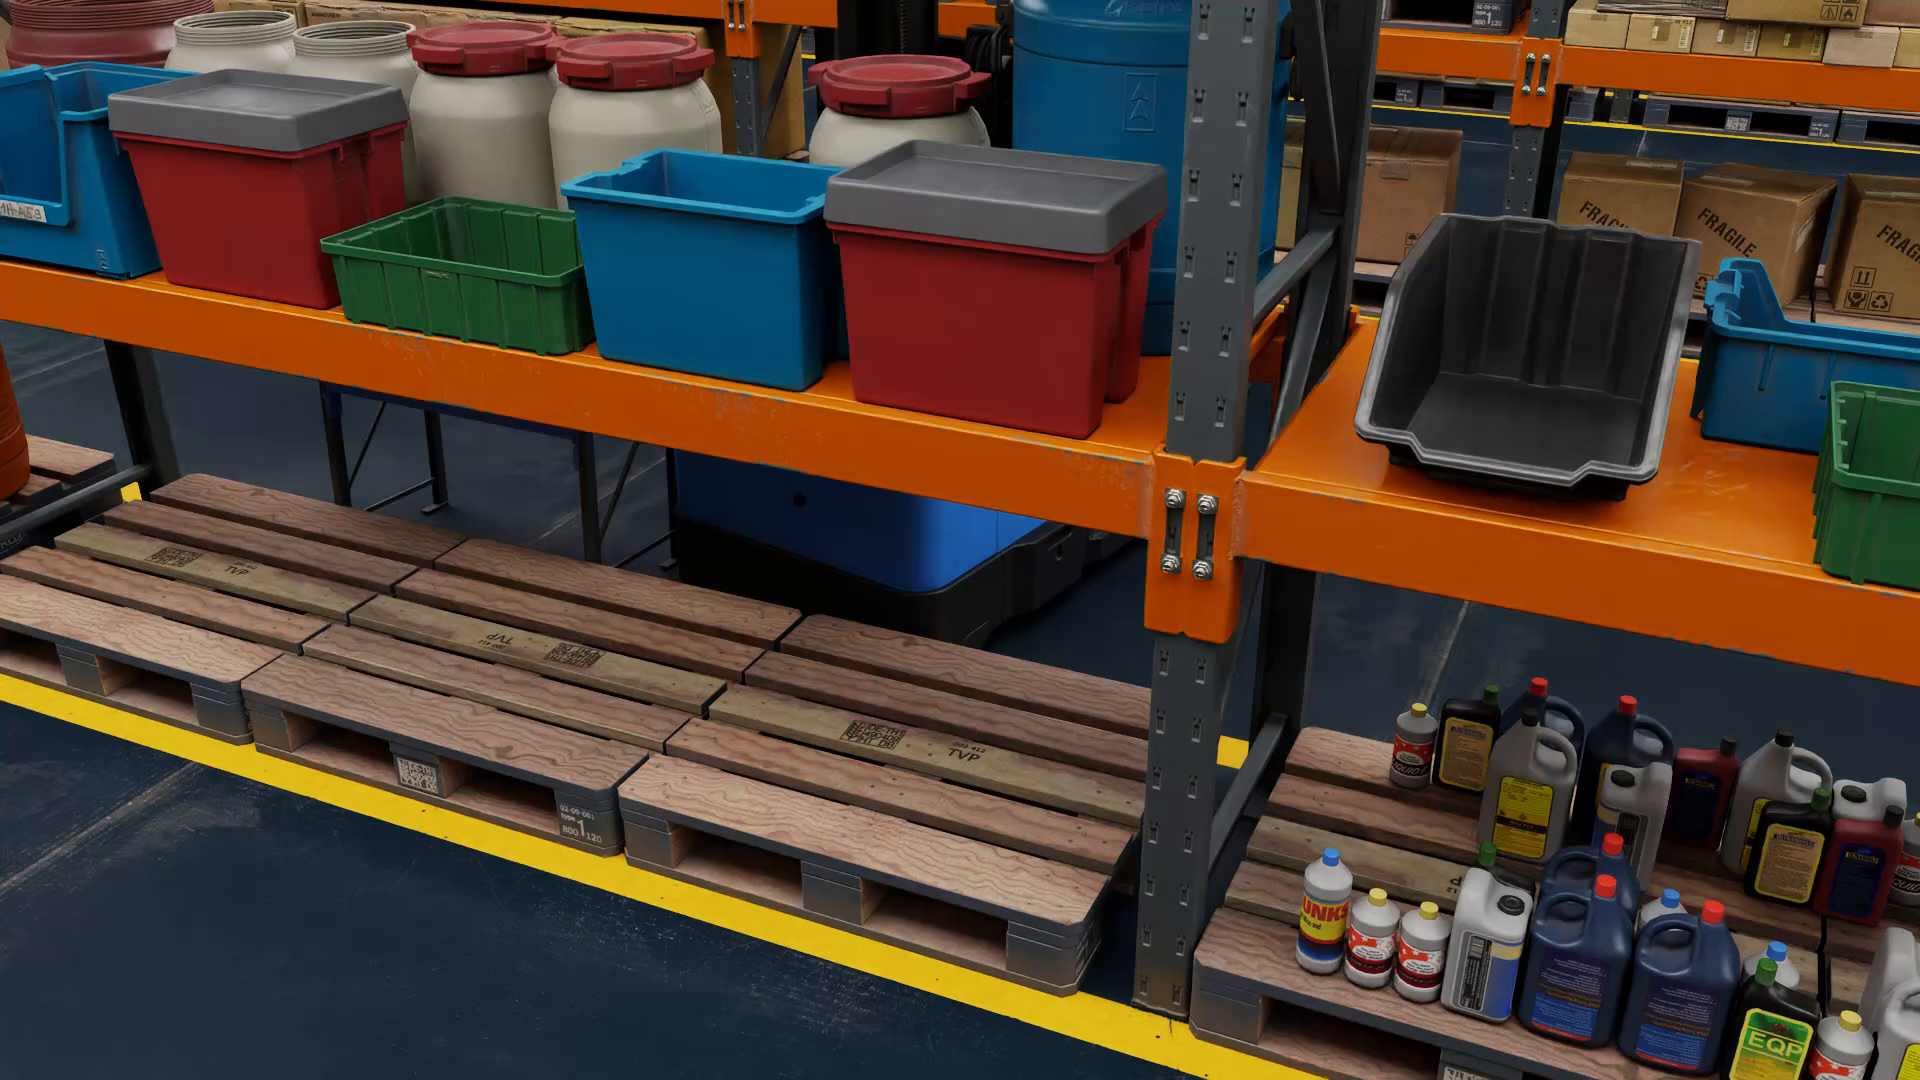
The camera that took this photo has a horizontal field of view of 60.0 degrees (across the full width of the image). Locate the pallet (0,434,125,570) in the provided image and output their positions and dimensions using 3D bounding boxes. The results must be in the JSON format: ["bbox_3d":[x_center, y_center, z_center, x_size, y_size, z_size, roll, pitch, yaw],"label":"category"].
[{"bbox_3d":[-3.735,-0.116,5.747,1.213,0.211,1.003,11,28,22],"label":"pallet"}]

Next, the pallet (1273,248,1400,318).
[{"bbox_3d":[1.982,-1.391,8.336,1.213,0.211,1.003,11,28,22],"label":"pallet"}]

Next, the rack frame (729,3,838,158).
[{"bbox_3d":[-0.950,-3.231,8.918,0.127,3.000,1.000,11,28,22],"label":"rack frame"}]

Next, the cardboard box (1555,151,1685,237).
[{"bbox_3d":[3.039,-1.478,7.710,0.500,0.500,0.500,10,28,20],"label":"cardboard box"}]

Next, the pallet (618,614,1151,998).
[{"bbox_3d":[-0.090,0.614,4.263,1.213,0.211,1.003,11,28,22],"label":"pallet"}]

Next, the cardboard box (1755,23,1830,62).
[{"bbox_3d":[3.456,-2.100,6.903,0.250,0.149,0.380,11,28,22],"label":"cardboard box"}]

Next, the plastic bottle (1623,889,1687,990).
[{"bbox_3d":[1.386,0.810,3.299,0.097,0.271,0.097,0,26,0],"label":"plastic bottle"}]

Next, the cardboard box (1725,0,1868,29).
[{"bbox_3d":[3.516,-2.466,6.912,0.500,0.500,0.875,11,28,22],"label":"cardboard box"}]

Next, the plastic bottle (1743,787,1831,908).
[{"bbox_3d":[1.797,0.655,3.602,0.133,0.283,0.061,11,28,22],"label":"plastic bottle"}]

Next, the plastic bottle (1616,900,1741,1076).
[{"bbox_3d":[1.376,0.831,3.166,0.185,0.351,0.144,10,28,20],"label":"plastic bottle"}]

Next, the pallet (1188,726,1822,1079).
[{"bbox_3d":[1.236,0.882,3.720,1.213,0.211,1.003,11,28,22],"label":"pallet"}]

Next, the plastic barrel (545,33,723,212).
[{"bbox_3d":[-0.807,-0.967,4.164,0.433,0.535,0.433,0,26,0],"label":"plastic barrel"}]

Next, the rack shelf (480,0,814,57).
[{"bbox_3d":[-2.770,-3.274,9.819,4.000,0.370,1.077,11,28,22],"label":"rack shelf"}]

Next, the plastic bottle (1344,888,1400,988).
[{"bbox_3d":[0.843,0.803,3.394,0.097,0.201,0.097,0,26,0],"label":"plastic bottle"}]

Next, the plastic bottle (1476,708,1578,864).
[{"bbox_3d":[1.287,0.542,3.754,0.185,0.351,0.144,11,28,22],"label":"plastic bottle"}]

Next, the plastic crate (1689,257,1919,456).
[{"bbox_3d":[1.761,-0.349,3.231,0.616,0.251,0.499,11,28,22],"label":"plastic crate"}]

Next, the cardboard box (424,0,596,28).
[{"bbox_3d":[-2.377,-2.767,9.905,0.875,0.875,1.225,11,28,22],"label":"cardboard box"}]

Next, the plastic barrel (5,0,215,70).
[{"bbox_3d":[-2.452,-1.338,4.918,0.708,0.536,0.600,11,28,22],"label":"plastic barrel"}]

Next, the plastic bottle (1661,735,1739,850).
[{"bbox_3d":[1.687,0.563,3.788,0.133,0.283,0.061,13,29,25],"label":"plastic bottle"}]

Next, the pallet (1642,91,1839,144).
[{"bbox_3d":[5.497,-3.054,11.715,1.213,0.211,1.003,11,28,22],"label":"pallet"}]

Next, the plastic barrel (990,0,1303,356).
[{"bbox_3d":[0.415,-0.926,3.667,0.708,0.901,0.600,11,28,22],"label":"plastic barrel"}]

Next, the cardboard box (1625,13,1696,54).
[{"bbox_3d":[2.985,-2.176,7.059,0.250,0.149,0.380,11,28,22],"label":"cardboard box"}]

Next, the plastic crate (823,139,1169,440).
[{"bbox_3d":[0.074,-0.503,3.303,0.583,0.464,0.402,11,28,22],"label":"plastic crate"}]

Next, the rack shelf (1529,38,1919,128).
[{"bbox_3d":[4.512,-1.812,6.848,4.000,0.370,1.077,11,28,22],"label":"rack shelf"}]

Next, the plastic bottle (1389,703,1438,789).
[{"bbox_3d":[1.101,0.491,4.028,0.097,0.201,0.097,0,26,0],"label":"plastic bottle"}]

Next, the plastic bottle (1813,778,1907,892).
[{"bbox_3d":[1.962,0.643,3.633,0.135,0.276,0.152,12,29,23],"label":"plastic bottle"}]

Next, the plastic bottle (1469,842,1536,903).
[{"bbox_3d":[1.099,0.752,3.403,0.133,0.283,0.061,11,28,22],"label":"plastic bottle"}]

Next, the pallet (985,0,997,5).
[{"bbox_3d":[0.869,-2.800,8.258,1.213,0.211,1.003,11,28,22],"label":"pallet"}]

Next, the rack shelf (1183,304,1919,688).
[{"bbox_3d":[2.462,0.180,2.803,4.000,0.370,1.077,11,28,22],"label":"rack shelf"}]

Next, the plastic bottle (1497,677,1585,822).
[{"bbox_3d":[1.347,0.484,3.871,0.185,0.351,0.144,11,28,20],"label":"plastic bottle"}]

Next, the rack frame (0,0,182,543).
[{"bbox_3d":[-3.000,-1.240,4.873,0.127,3.000,1.000,11,28,22],"label":"rack frame"}]

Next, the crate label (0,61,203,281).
[{"bbox_3d":[-2.207,-0.965,4.275,0.616,0.435,0.502,11,28,22],"label":"crate label"}]

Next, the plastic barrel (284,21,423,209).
[{"bbox_3d":[-1.591,-1.111,4.484,0.421,0.512,0.421,0,26,0],"label":"plastic barrel"}]

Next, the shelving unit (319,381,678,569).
[{"bbox_3d":[-1.489,-0.642,5.323,1.048,1.500,0.538,12,25,22],"label":"shelving unit"}]

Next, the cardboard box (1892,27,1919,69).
[{"bbox_3d":[3.911,-2.008,6.718,0.250,0.149,0.380,11,28,22],"label":"cardboard box"}]

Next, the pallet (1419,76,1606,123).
[{"bbox_3d":[4.103,-3.336,12.286,1.213,0.211,1.003,11,28,22],"label":"pallet"}]

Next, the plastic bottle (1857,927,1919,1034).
[{"bbox_3d":[1.802,0.879,3.155,0.135,0.276,0.152,11,28,22],"label":"plastic bottle"}]

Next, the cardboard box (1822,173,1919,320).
[{"bbox_3d":[4.161,-1.294,7.337,0.500,0.500,0.500,9,28,17],"label":"cardboard box"}]

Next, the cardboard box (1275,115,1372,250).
[{"bbox_3d":[1.715,-1.792,8.325,0.500,0.500,0.700,11,28,21],"label":"cardboard box"}]

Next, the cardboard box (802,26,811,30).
[{"bbox_3d":[-1.401,-4.668,14.190,0.500,0.500,0.500,13,29,24],"label":"cardboard box"}]

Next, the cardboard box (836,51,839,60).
[{"bbox_3d":[-0.327,-2.533,8.983,0.500,0.250,0.500,13,29,24],"label":"cardboard box"}]

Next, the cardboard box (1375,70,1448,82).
[{"bbox_3d":[3.358,-3.910,12.368,0.750,0.750,1.050,11,28,22],"label":"cardboard box"}]

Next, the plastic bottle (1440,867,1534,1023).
[{"bbox_3d":[1.056,0.799,3.317,0.135,0.276,0.152,12,29,24],"label":"plastic bottle"}]

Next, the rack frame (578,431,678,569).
[{"bbox_3d":[-1.029,-0.547,5.130,0.032,1.500,0.500,12,25,22],"label":"rack frame"}]

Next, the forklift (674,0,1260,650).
[{"bbox_3d":[0.364,-1.538,5.556,1.130,2.935,3.031,18,31,32],"label":"forklift"}]

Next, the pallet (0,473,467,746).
[{"bbox_3d":[-2.311,0.168,5.169,1.213,0.211,1.003,11,28,22],"label":"pallet"}]

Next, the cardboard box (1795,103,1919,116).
[{"bbox_3d":[6.202,-3.405,11.200,0.875,0.875,0.875,12,28,22],"label":"cardboard box"}]

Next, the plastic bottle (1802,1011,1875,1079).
[{"bbox_3d":[1.624,0.960,3.075,0.097,0.201,0.097,0,26,0],"label":"plastic bottle"}]

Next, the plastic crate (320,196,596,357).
[{"bbox_3d":[-1.061,-0.618,3.850,0.662,0.188,0.450,11,28,22],"label":"plastic crate"}]

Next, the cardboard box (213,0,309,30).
[{"bbox_3d":[-4.000,-3.089,10.558,0.875,0.875,1.225,11,28,22],"label":"cardboard box"}]

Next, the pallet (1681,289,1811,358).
[{"bbox_3d":[3.318,-1.140,7.828,1.213,0.211,1.003,11,28,22],"label":"pallet"}]
